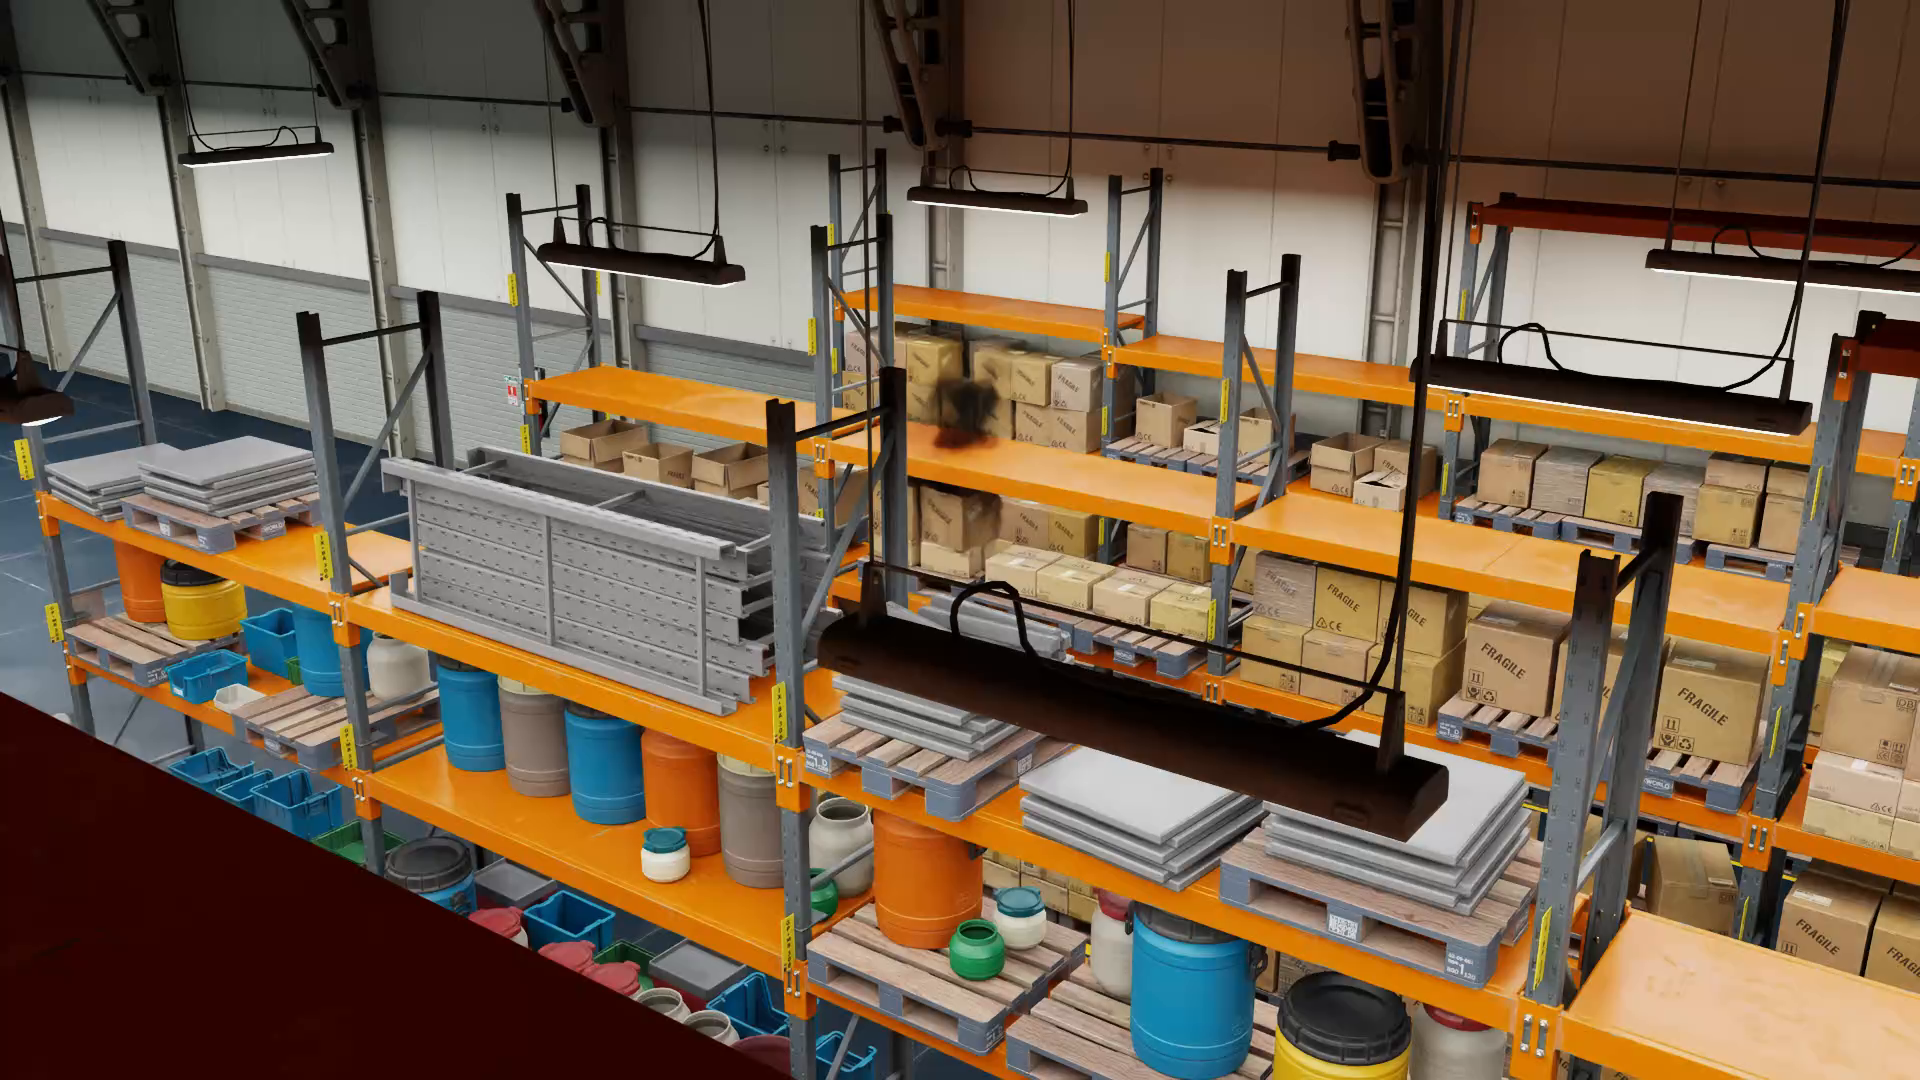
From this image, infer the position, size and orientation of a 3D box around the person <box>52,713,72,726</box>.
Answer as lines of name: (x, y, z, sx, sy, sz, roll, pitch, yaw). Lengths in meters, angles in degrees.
person: (-8.313, 2.376, 15.550, 0.516, 1.627, 0.754, 3, 19, 10)
